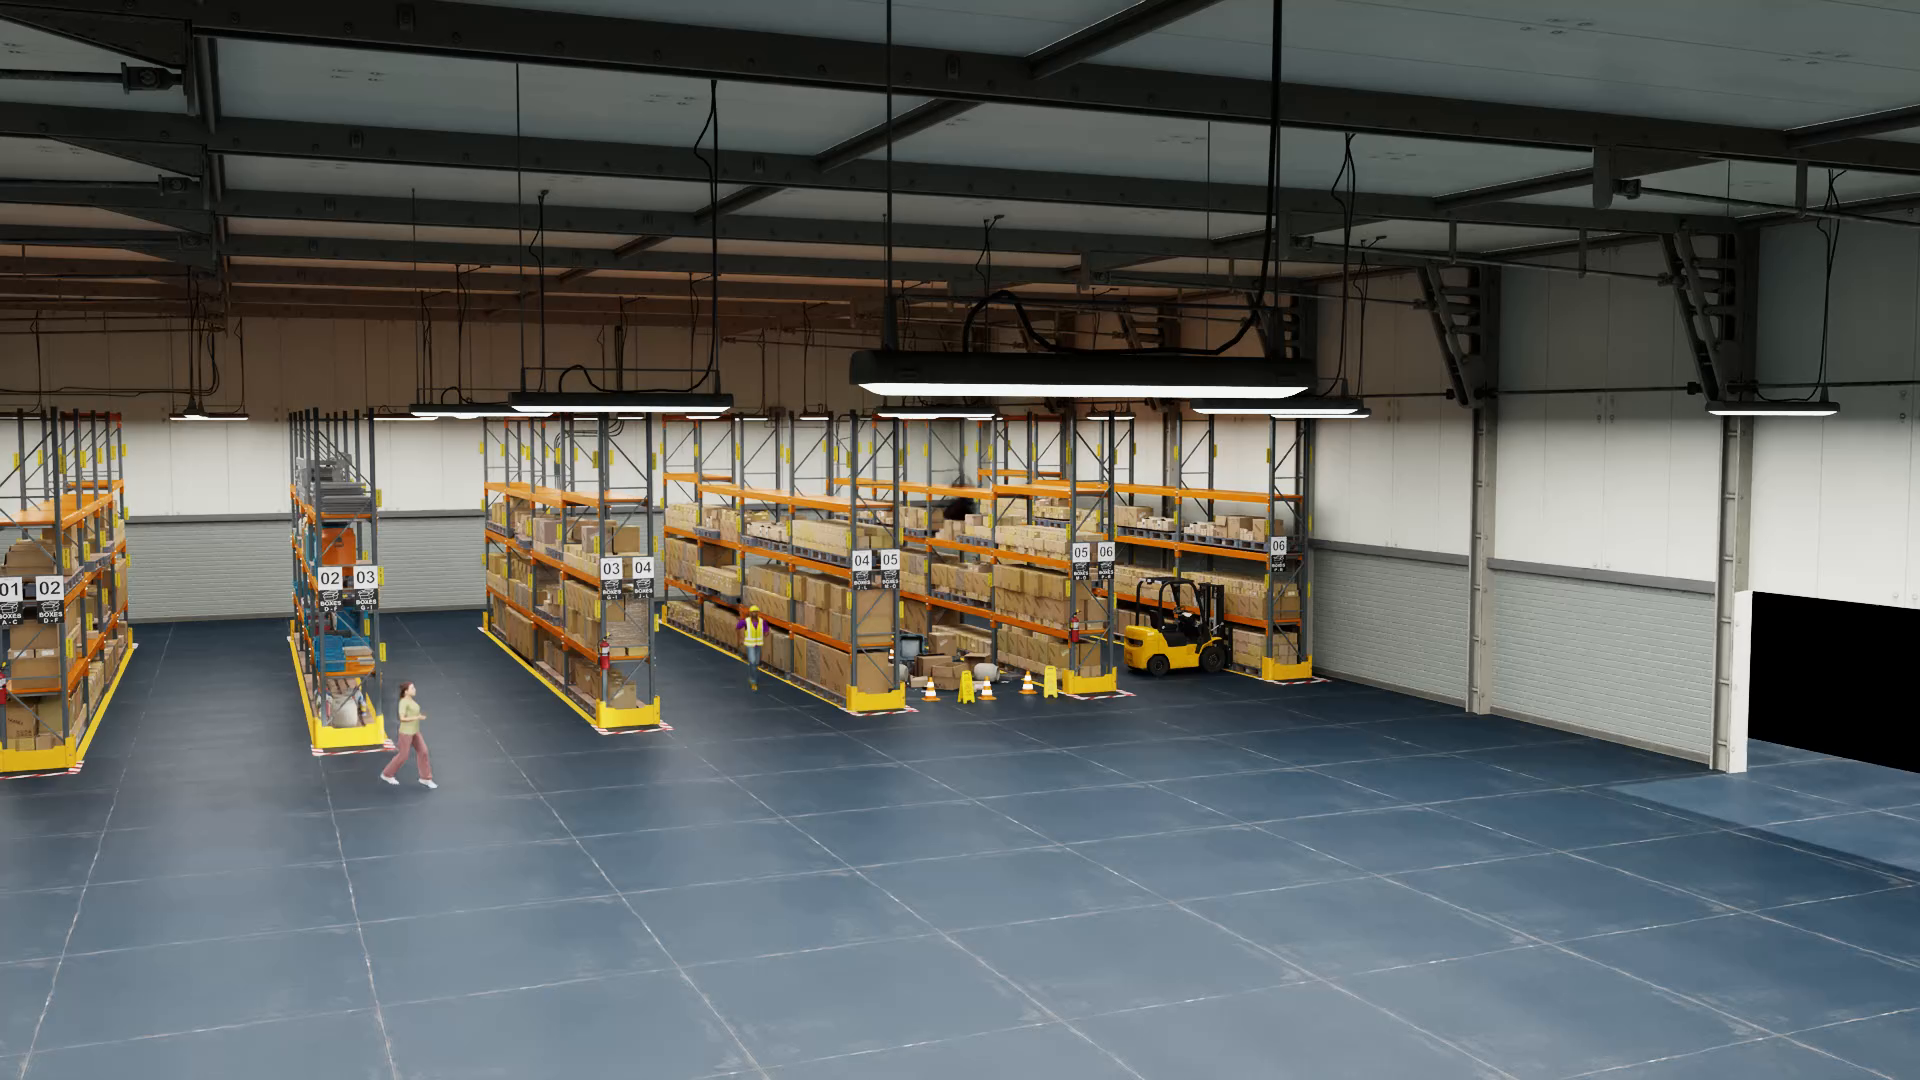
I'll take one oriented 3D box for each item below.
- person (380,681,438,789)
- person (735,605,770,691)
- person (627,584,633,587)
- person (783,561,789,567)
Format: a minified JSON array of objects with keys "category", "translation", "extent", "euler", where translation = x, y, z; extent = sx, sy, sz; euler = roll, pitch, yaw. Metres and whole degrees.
[{"category":"person","translation":[-8.649,3.056,26.025],"extent":[0.883,1.710,0.569],"euler":[0,4,4]},{"category":"person","translation":[-4.458,2.321,35.970],"extent":[0.678,1.828,0.813],"euler":[-2,5,-28]},{"category":"person","translation":[-8.769,1.700,45.098],"extent":[0.655,1.731,0.664],"euler":[-1,4,-20]},{"category":"person","translation":[-5.301,1.390,50.773],"extent":[0.669,1.570,0.478],"euler":[-1,4,-20]}]
